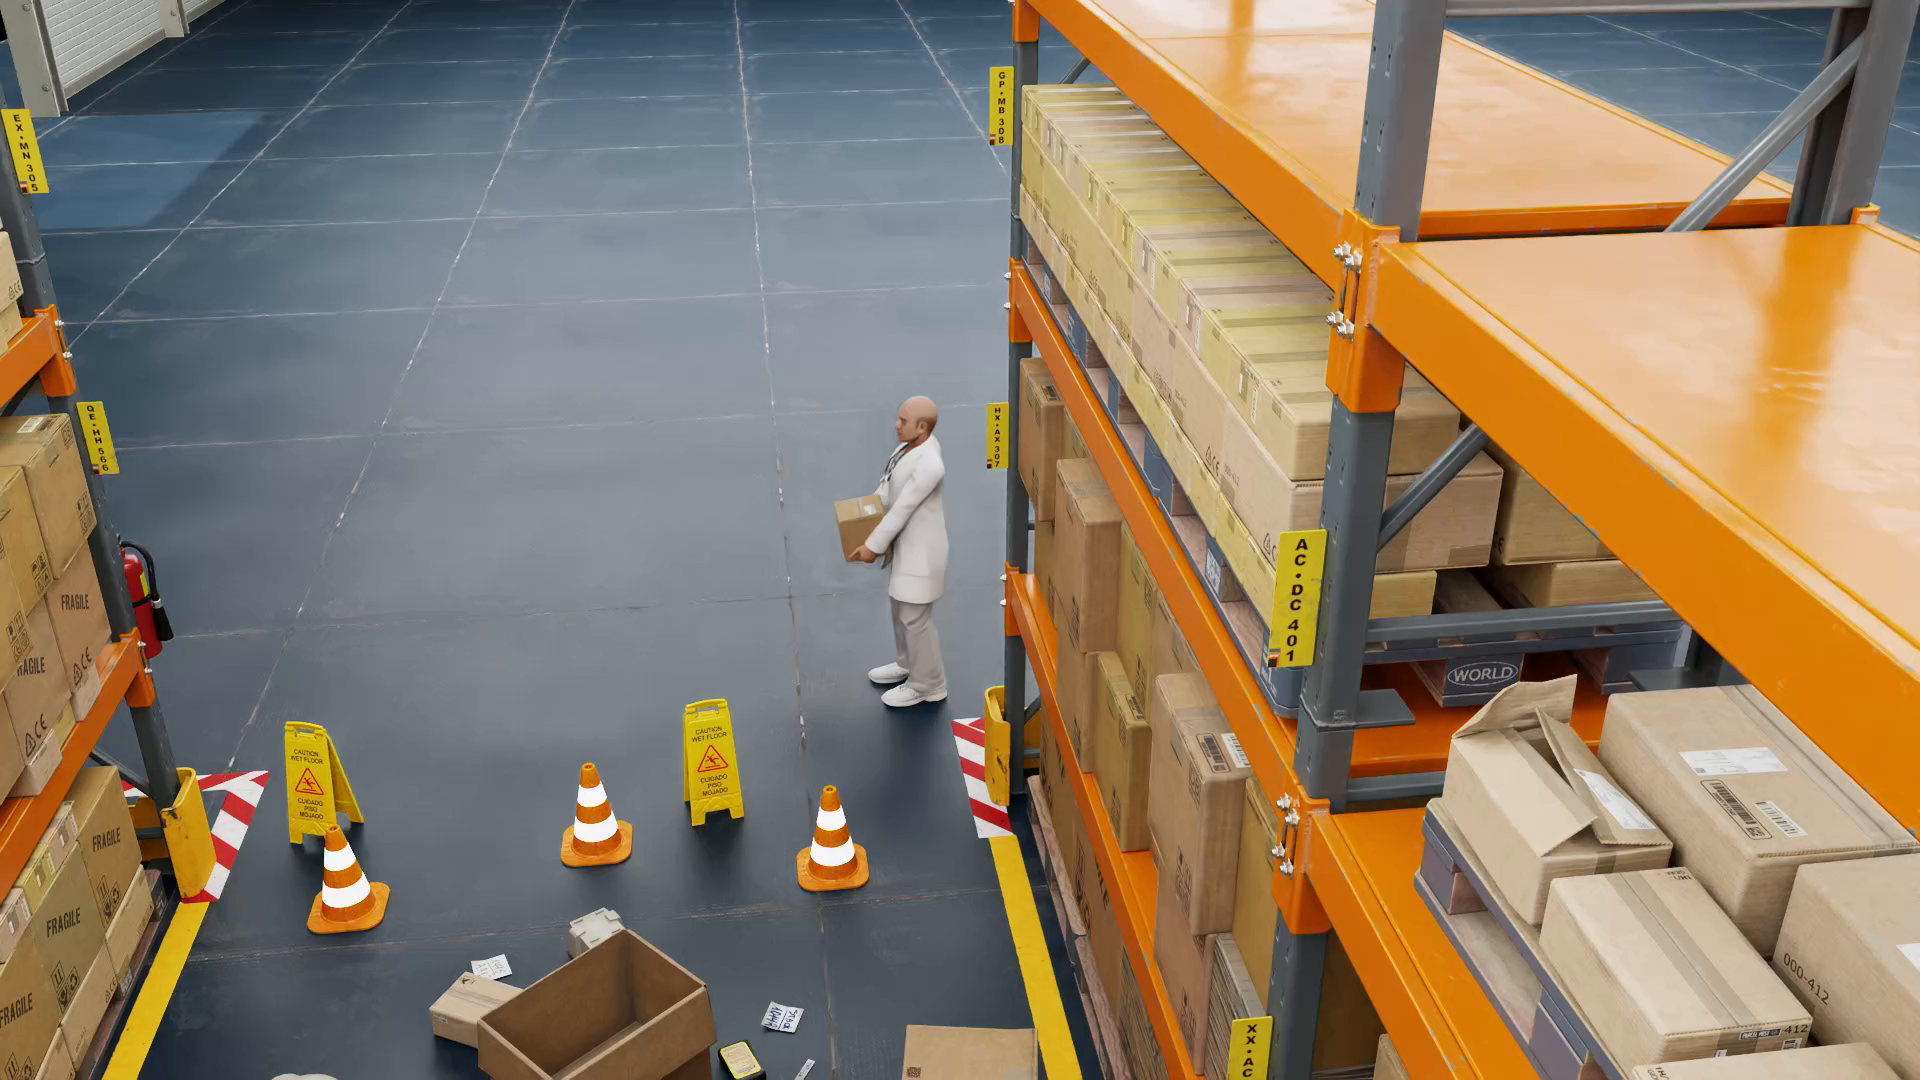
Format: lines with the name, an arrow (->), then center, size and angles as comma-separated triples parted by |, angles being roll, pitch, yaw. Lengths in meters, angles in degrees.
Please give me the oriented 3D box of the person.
person -> -0.339, 0.100, 9.036 | 0.551, 1.686, 0.523 | -4, 27, -8
